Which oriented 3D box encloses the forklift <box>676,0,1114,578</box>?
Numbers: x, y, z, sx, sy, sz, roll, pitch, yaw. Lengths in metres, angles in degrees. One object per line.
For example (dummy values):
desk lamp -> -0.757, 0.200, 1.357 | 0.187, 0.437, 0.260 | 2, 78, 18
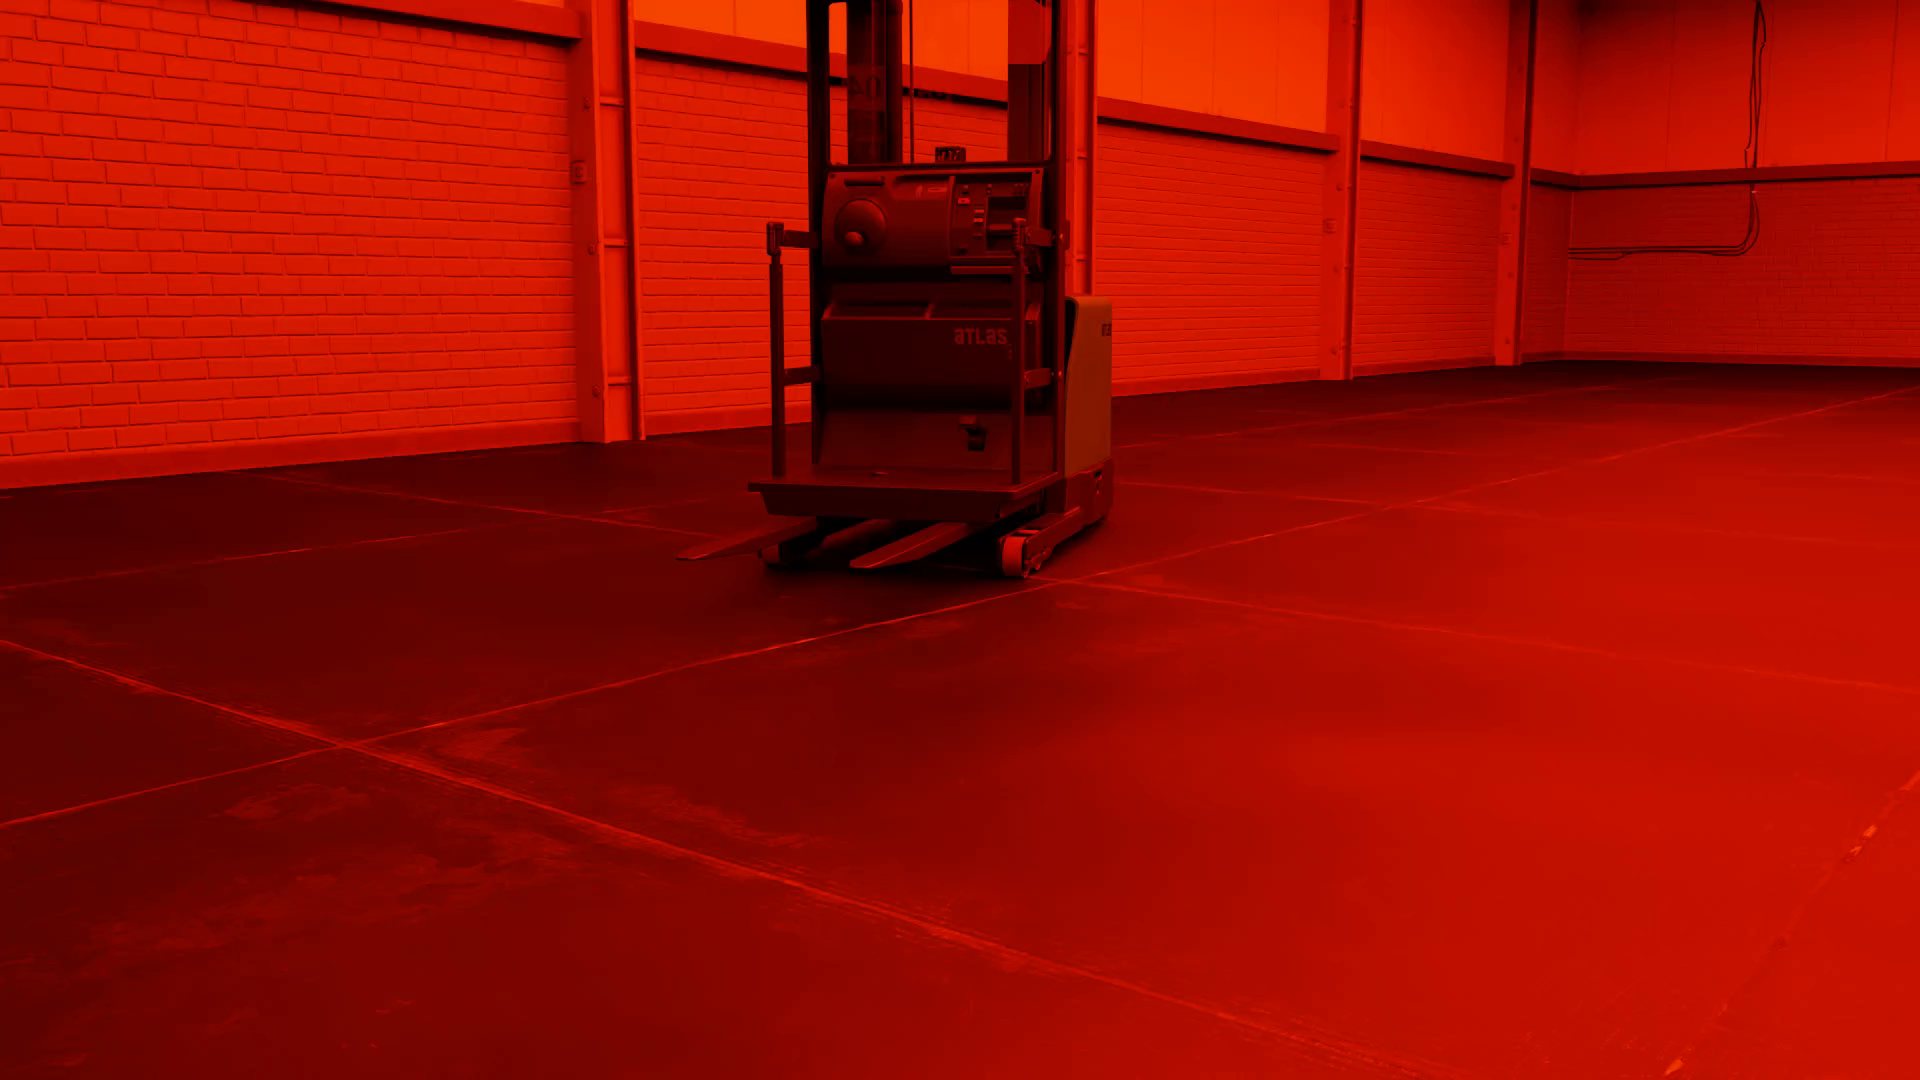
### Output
forklift -> -0.176, -1.366, 6.616 | 1.130, 2.935, 3.031 | 3, 9, 17
